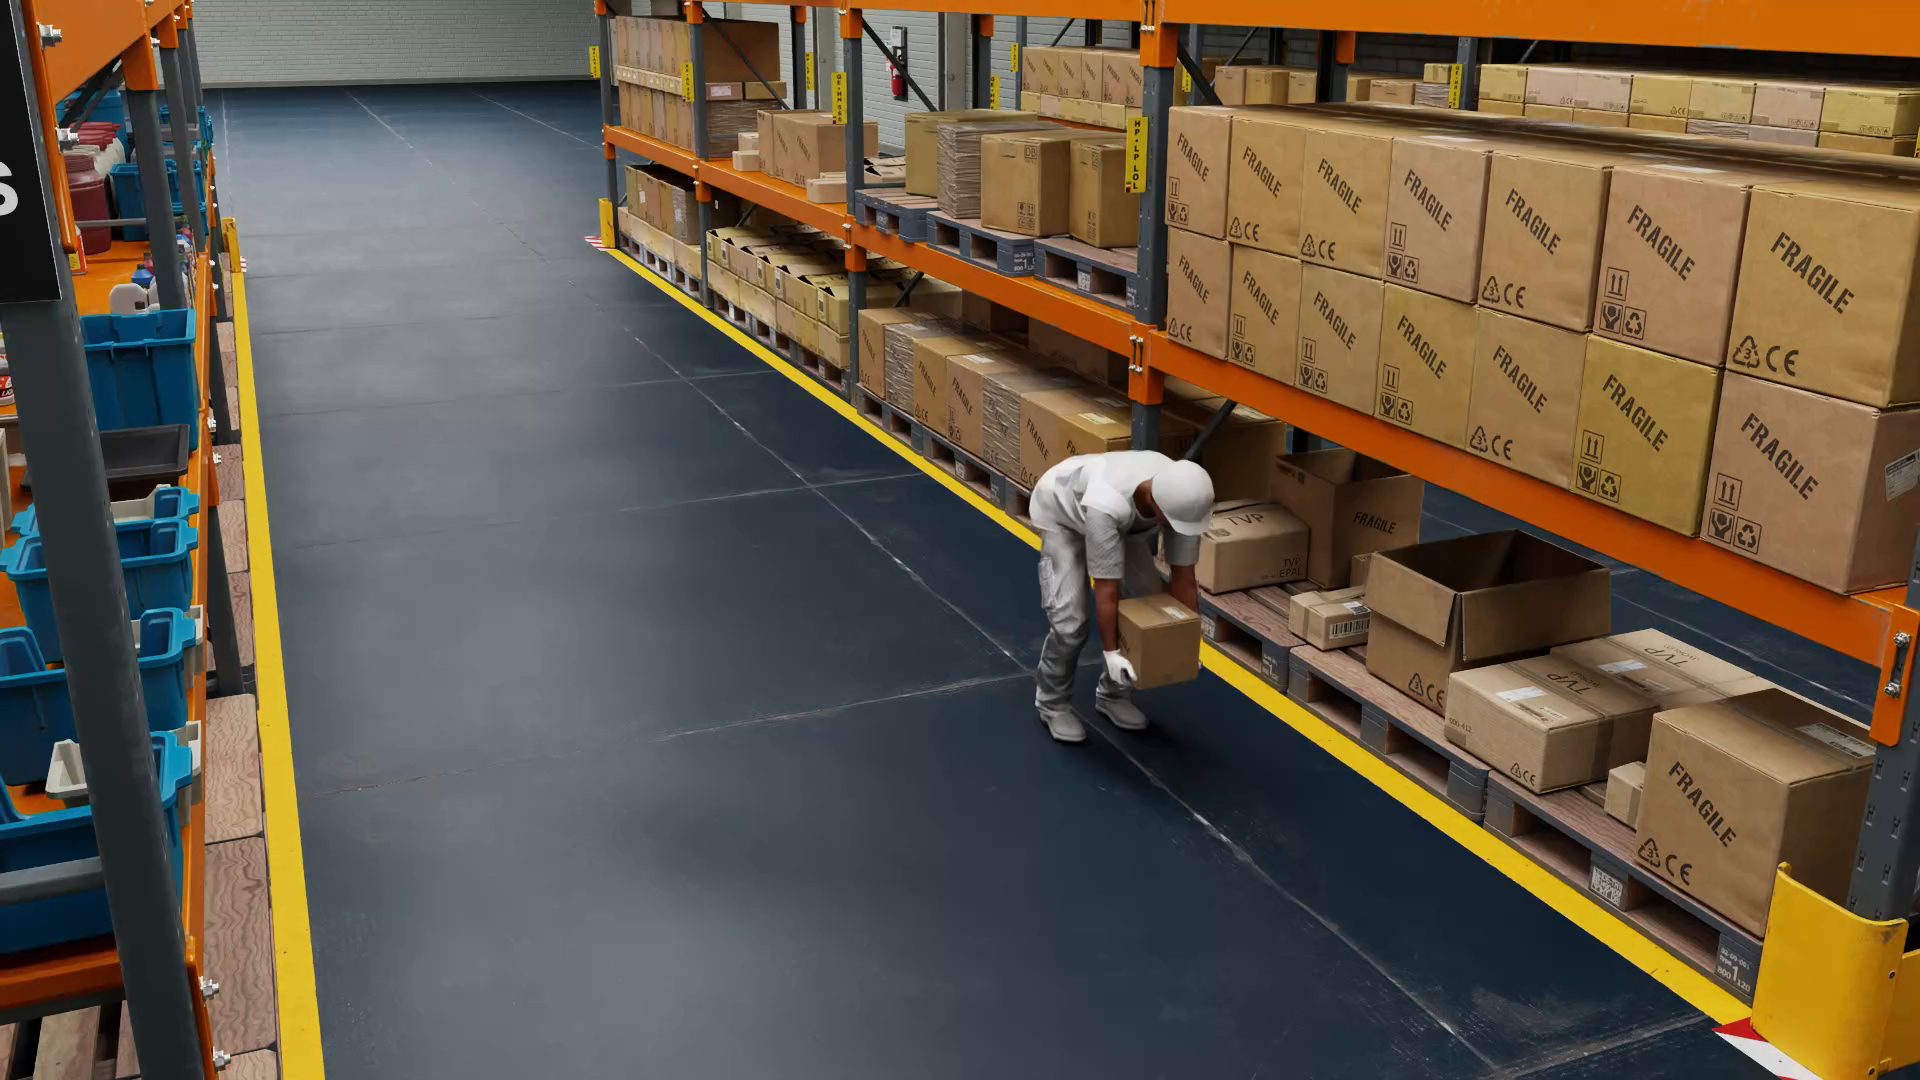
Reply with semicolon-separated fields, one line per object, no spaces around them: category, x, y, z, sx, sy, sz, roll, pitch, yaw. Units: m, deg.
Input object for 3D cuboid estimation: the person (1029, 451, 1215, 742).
person;0.620;0.207;6.266;0.516;1.238;0.954;-9;21;-24
